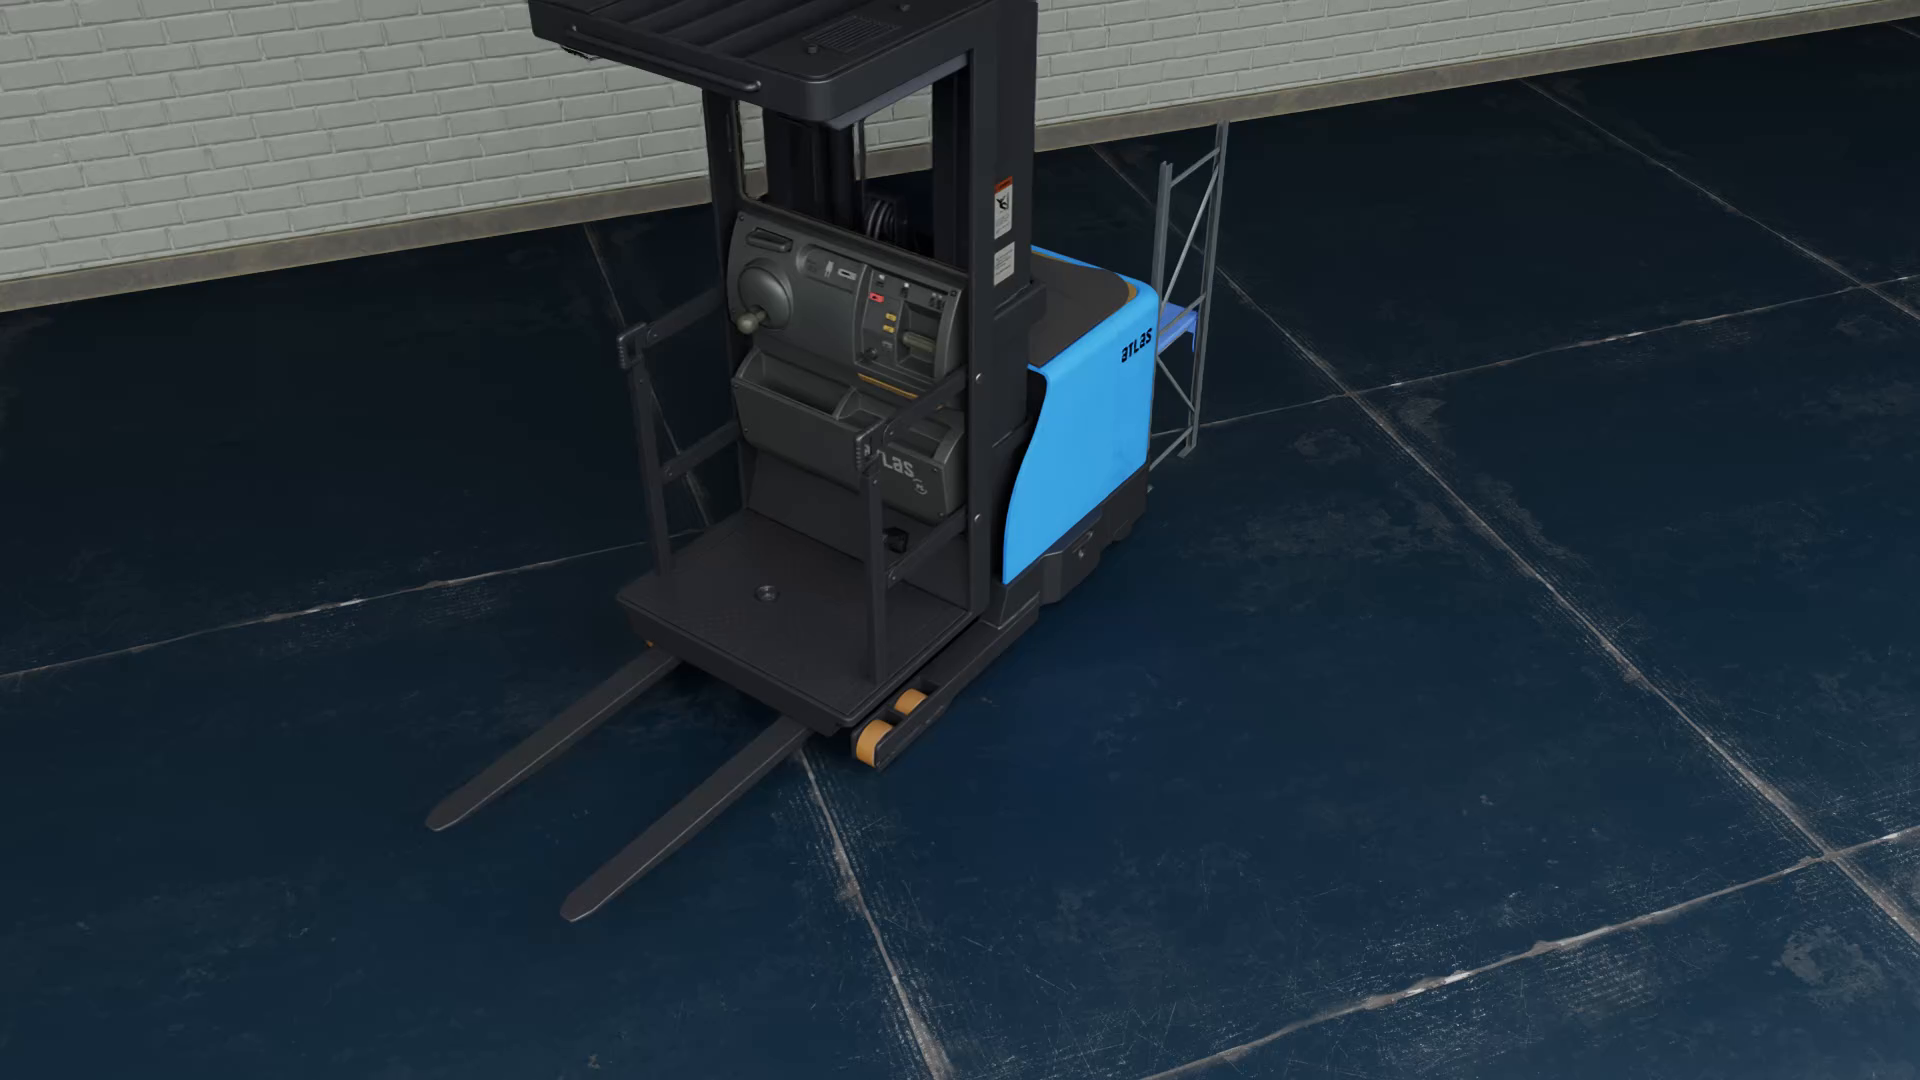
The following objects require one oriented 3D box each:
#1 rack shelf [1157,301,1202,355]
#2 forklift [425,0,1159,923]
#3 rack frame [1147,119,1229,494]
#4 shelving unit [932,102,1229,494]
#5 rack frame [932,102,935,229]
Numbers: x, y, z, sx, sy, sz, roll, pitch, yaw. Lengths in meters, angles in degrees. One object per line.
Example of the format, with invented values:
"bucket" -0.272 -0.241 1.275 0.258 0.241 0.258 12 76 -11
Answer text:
"rack shelf" 0.463 -0.922 7.026 1.000 0.185 0.538 22 42 27
"forklift" -0.513 -0.722 5.272 1.130 2.935 3.031 24 43 28
"rack frame" 0.884 -0.894 6.690 0.032 1.500 0.500 22 42 27
"shelving unit" 0.463 -1.066 6.918 1.048 1.500 0.538 22 42 27
"rack frame" 0.042 -1.237 7.146 0.032 1.500 0.500 22 42 27
